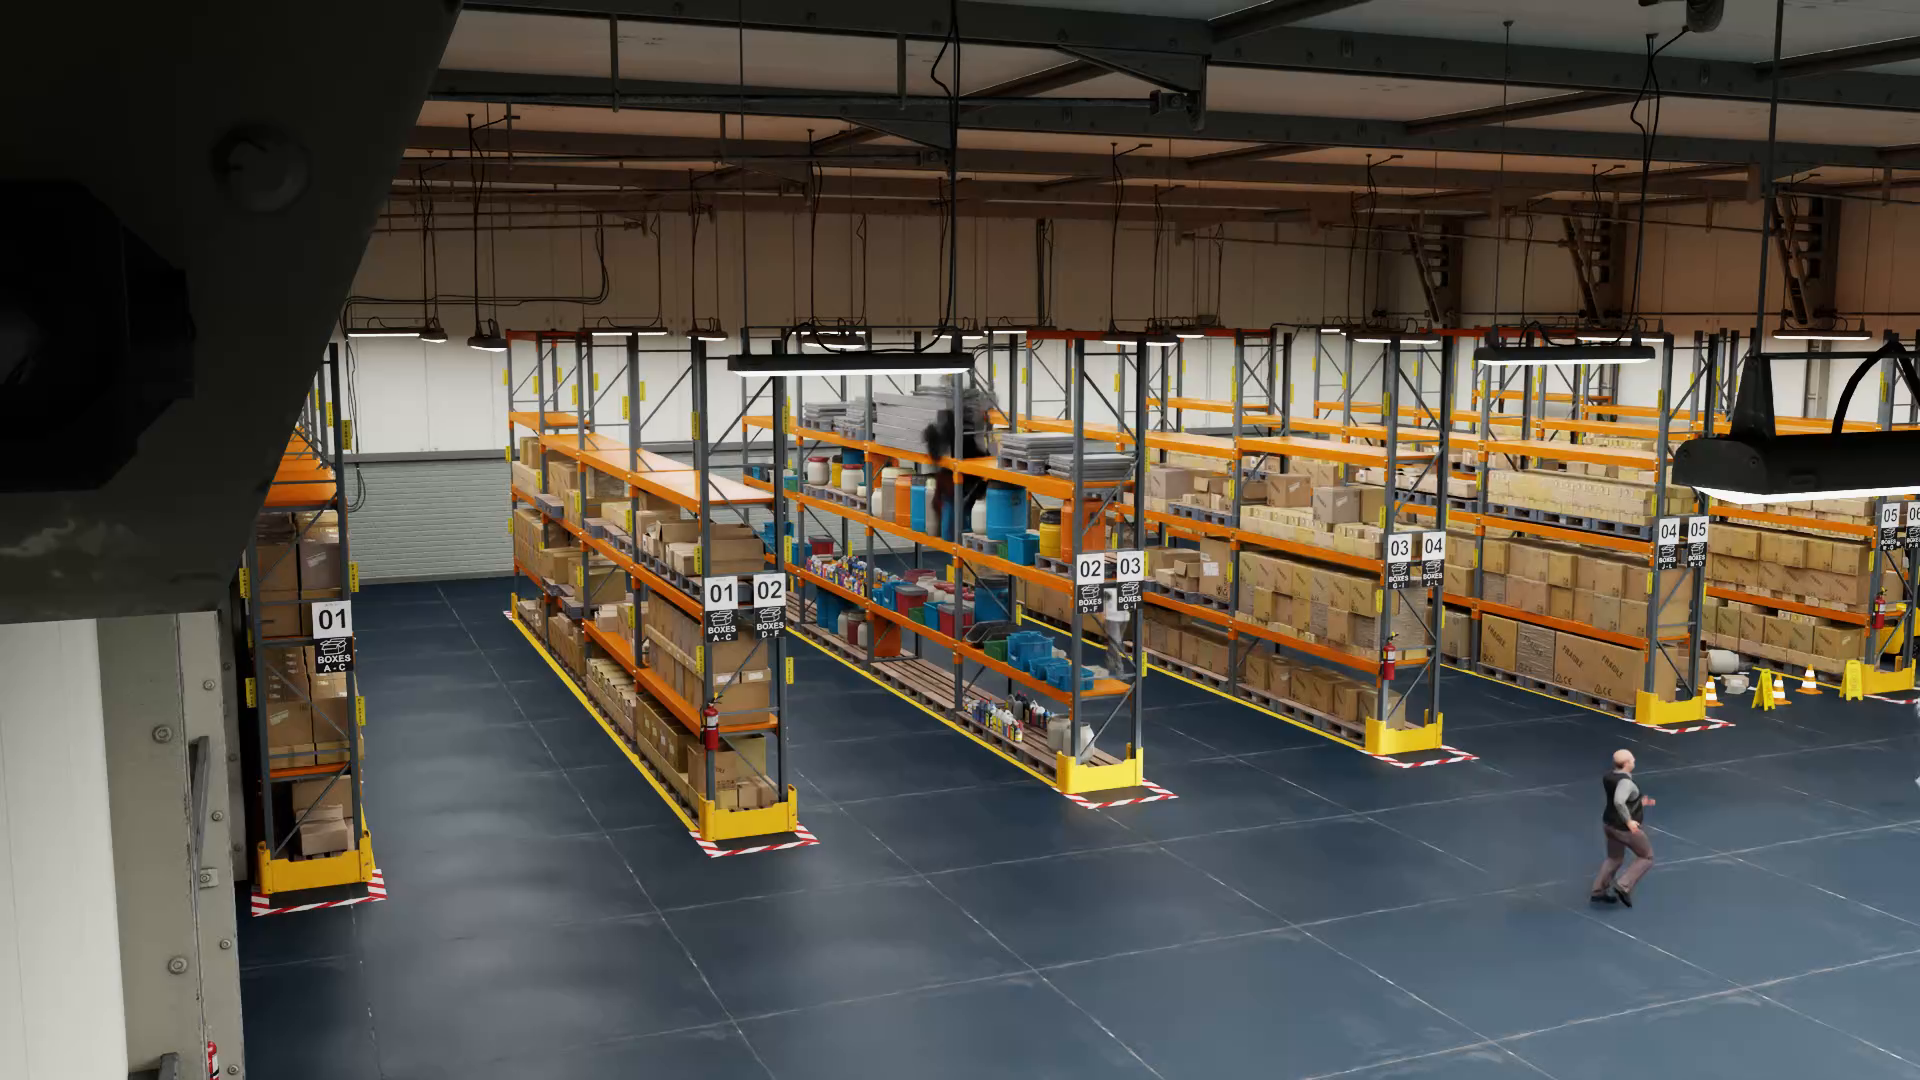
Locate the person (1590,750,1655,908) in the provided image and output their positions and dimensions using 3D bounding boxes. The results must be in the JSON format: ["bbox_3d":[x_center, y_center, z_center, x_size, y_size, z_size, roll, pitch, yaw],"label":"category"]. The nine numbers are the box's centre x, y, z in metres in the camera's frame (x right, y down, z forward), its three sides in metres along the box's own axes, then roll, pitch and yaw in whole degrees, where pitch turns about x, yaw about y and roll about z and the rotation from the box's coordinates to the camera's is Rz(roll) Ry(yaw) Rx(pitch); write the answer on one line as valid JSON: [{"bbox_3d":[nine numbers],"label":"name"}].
[{"bbox_3d":[7.110,3.077,17.762,0.683,1.703,0.633,-1,8,-10],"label":"person"}]

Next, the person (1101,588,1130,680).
[{"bbox_3d":[2.639,1.369,27.869,0.628,1.843,0.771,-5,9,-34],"label":"person"}]
